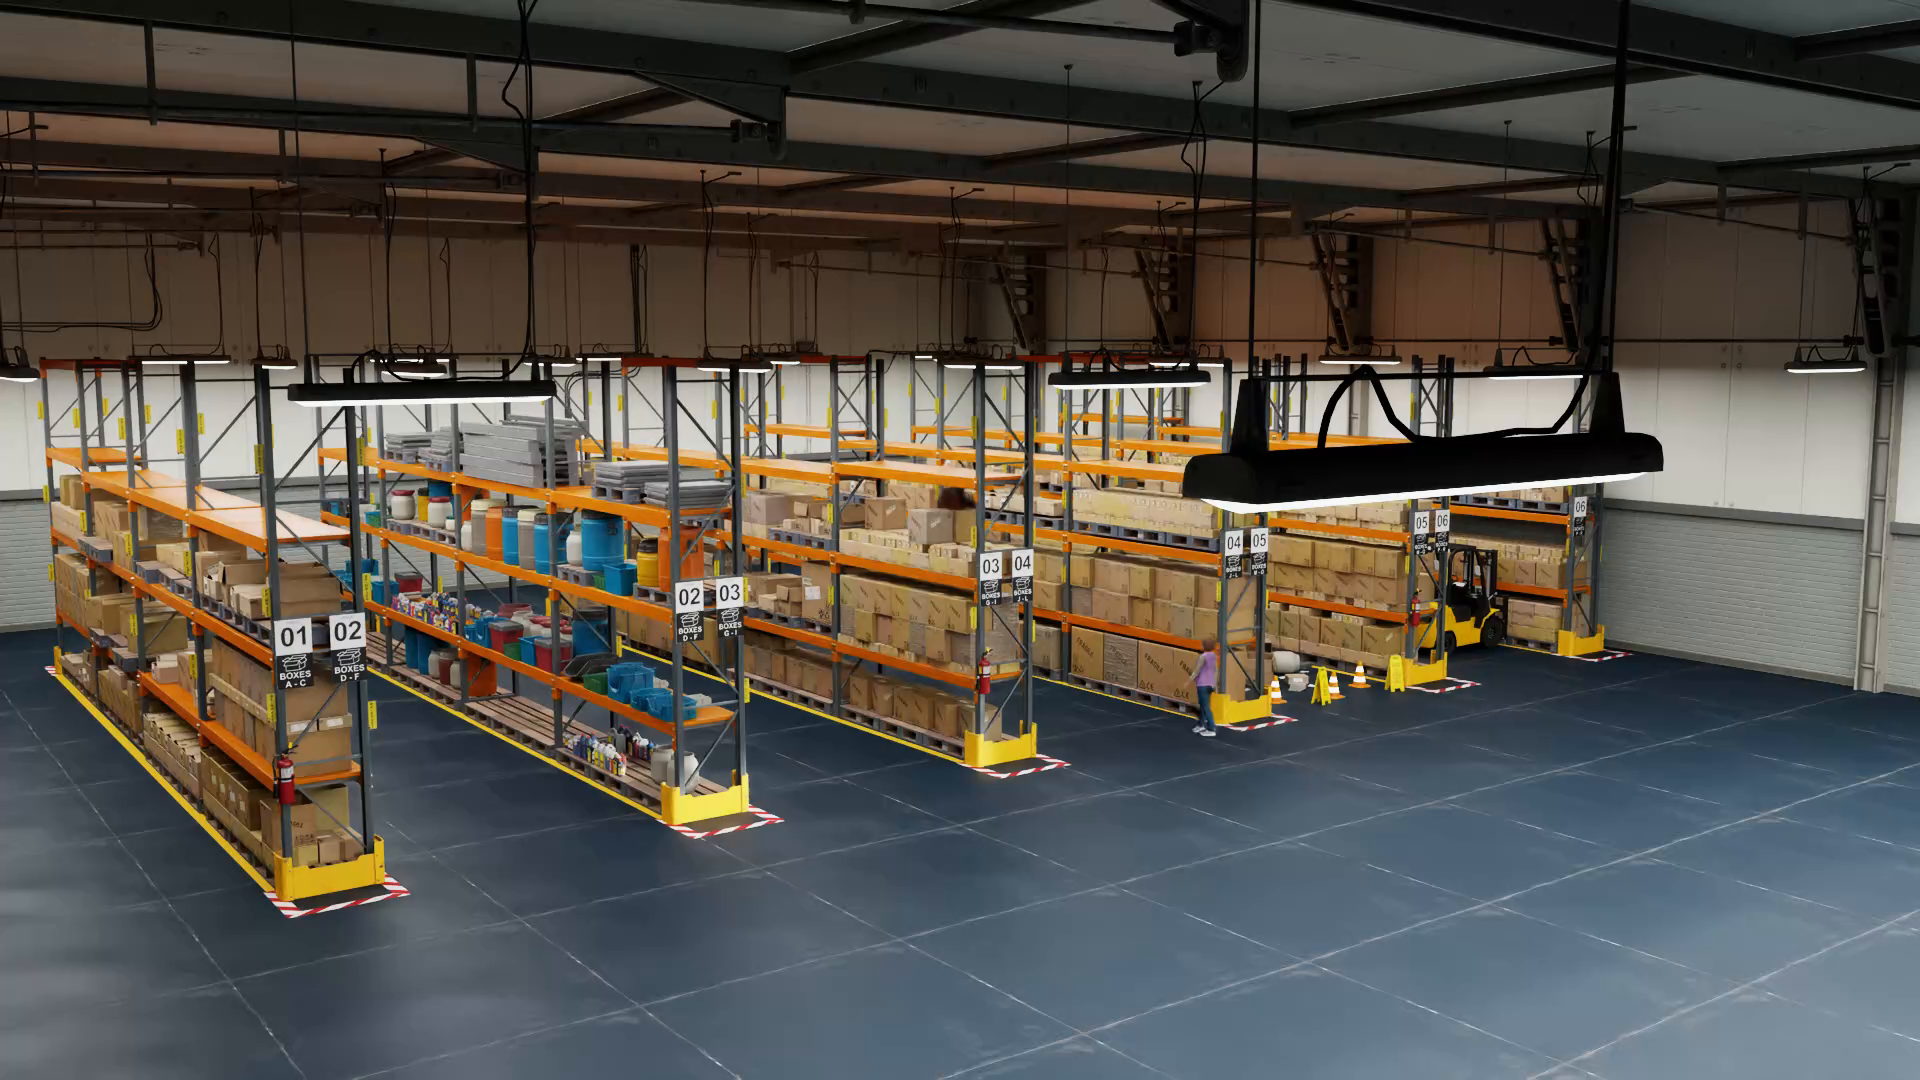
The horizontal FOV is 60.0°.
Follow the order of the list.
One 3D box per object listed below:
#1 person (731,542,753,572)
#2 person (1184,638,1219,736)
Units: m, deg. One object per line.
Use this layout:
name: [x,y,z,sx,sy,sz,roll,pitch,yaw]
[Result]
person: [-5.464,0.485,41.554,0.543,1.725,0.467,-5,9,-37]
person: [3.922,2.363,26.689,0.534,1.612,0.696,-4,8,-30]
